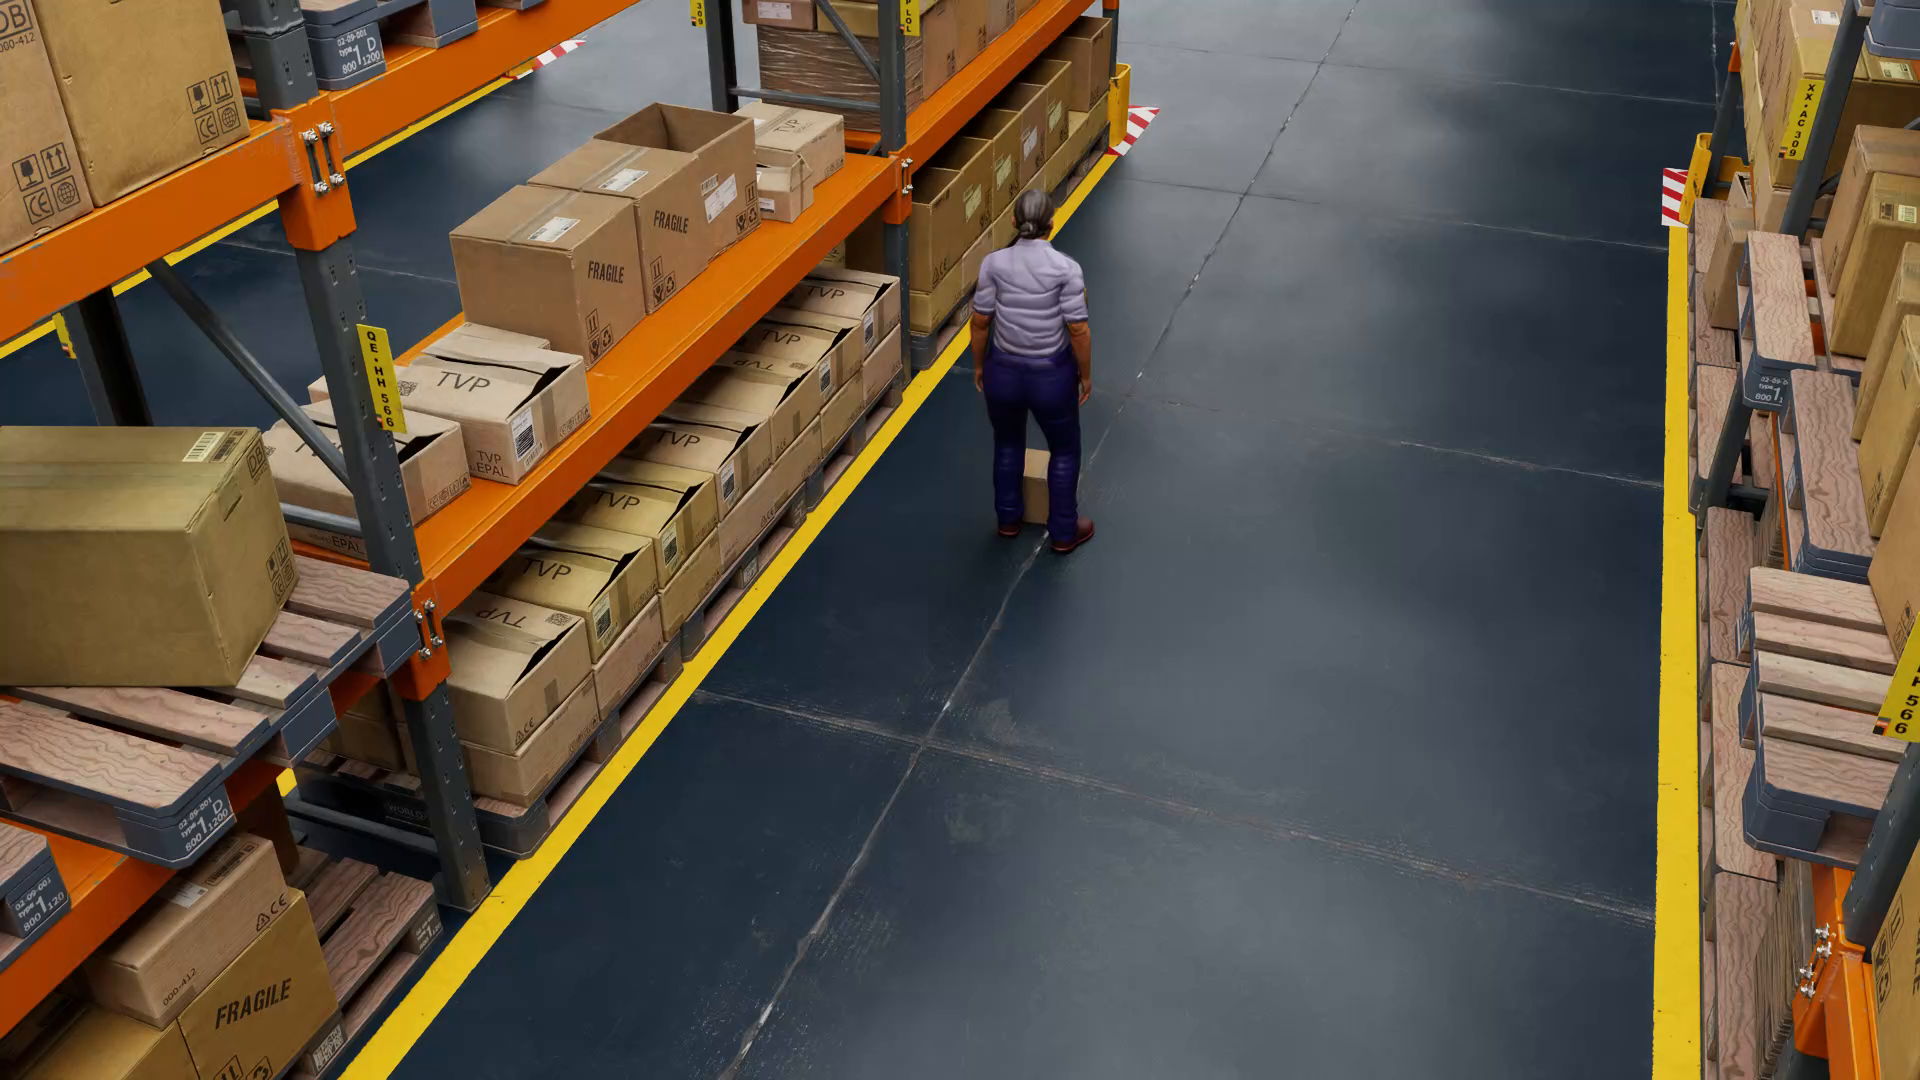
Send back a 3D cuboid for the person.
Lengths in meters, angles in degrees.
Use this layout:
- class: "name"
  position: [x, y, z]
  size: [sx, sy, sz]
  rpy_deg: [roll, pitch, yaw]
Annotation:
- class: "person"
  position: [0.330, -0.721, 7.240]
  size: [0.562, 1.651, 0.427]
  rpy_deg: [9, 35, 13]
